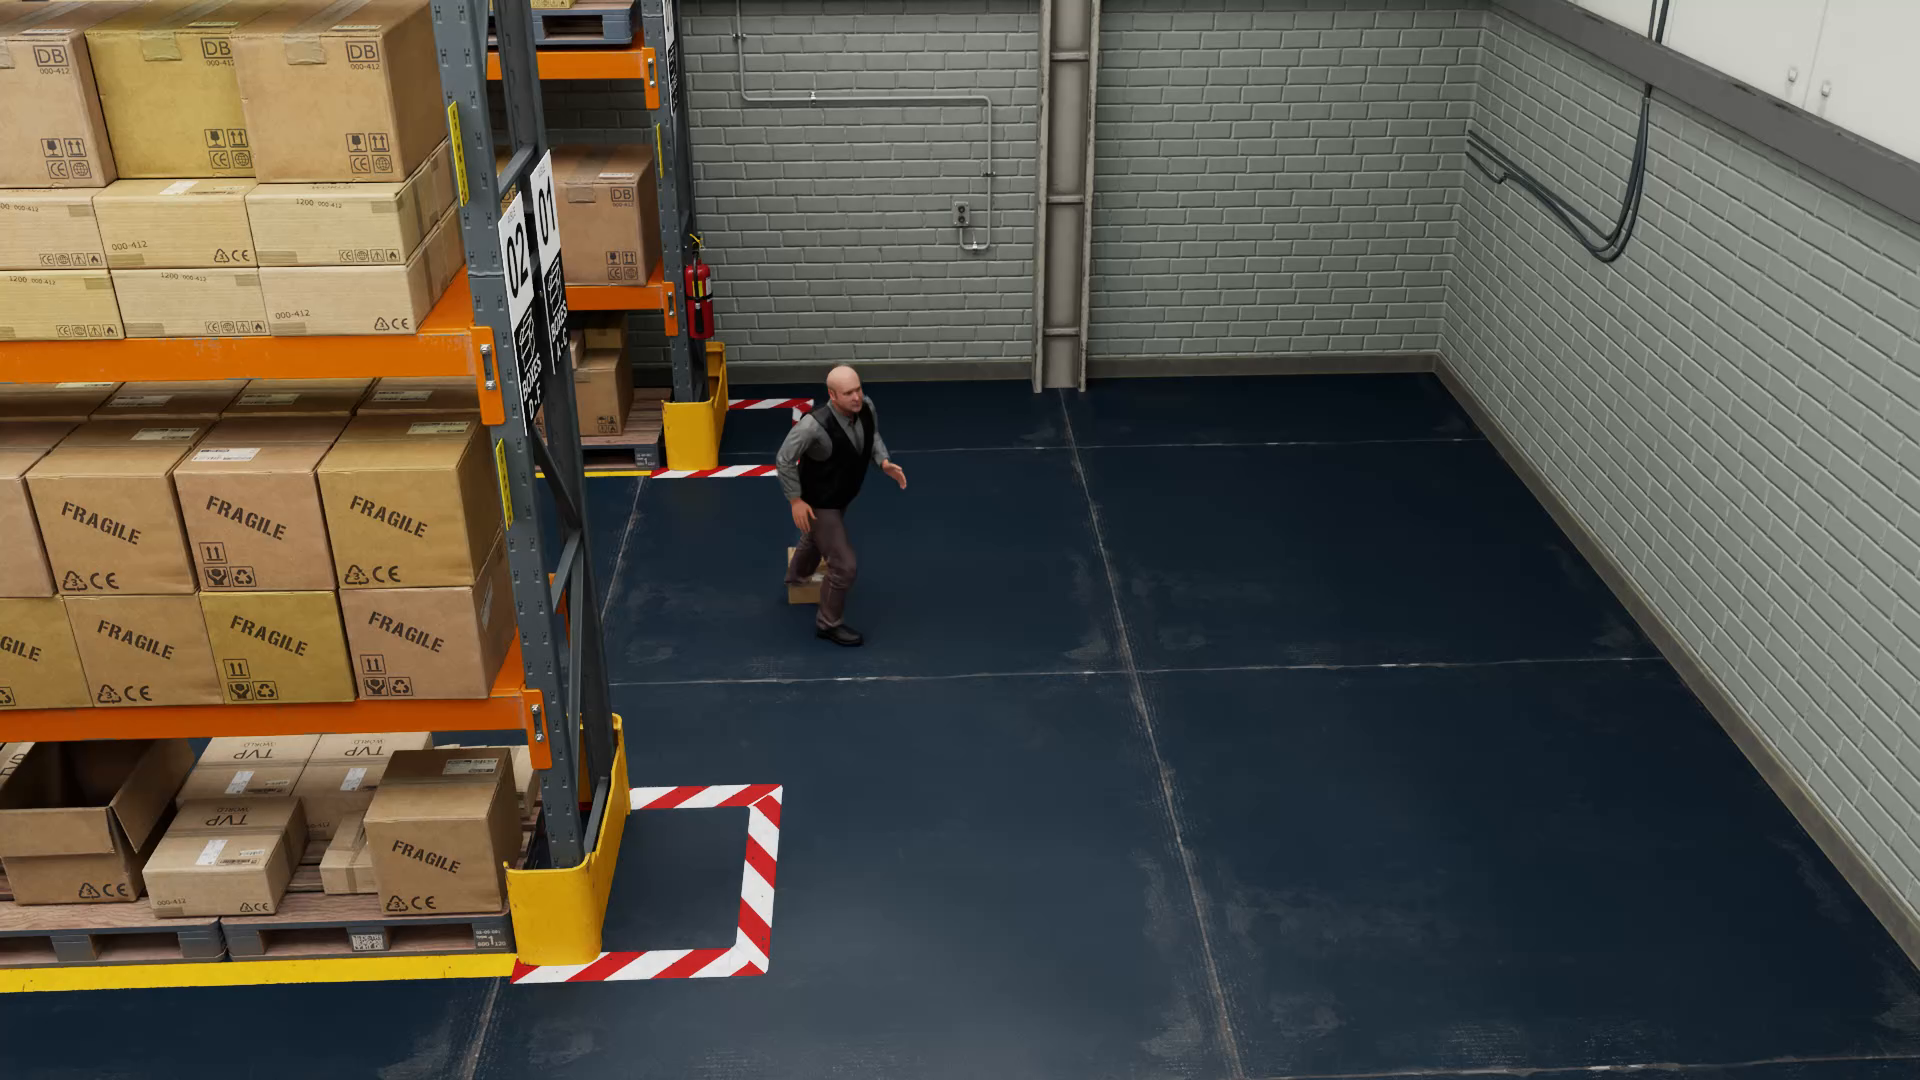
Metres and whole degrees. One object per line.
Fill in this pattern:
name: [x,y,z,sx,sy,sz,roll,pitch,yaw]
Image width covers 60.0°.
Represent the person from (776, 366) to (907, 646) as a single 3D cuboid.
person: [-0.696,-0.239,9.181,0.866,1.656,0.682,12,30,22]
